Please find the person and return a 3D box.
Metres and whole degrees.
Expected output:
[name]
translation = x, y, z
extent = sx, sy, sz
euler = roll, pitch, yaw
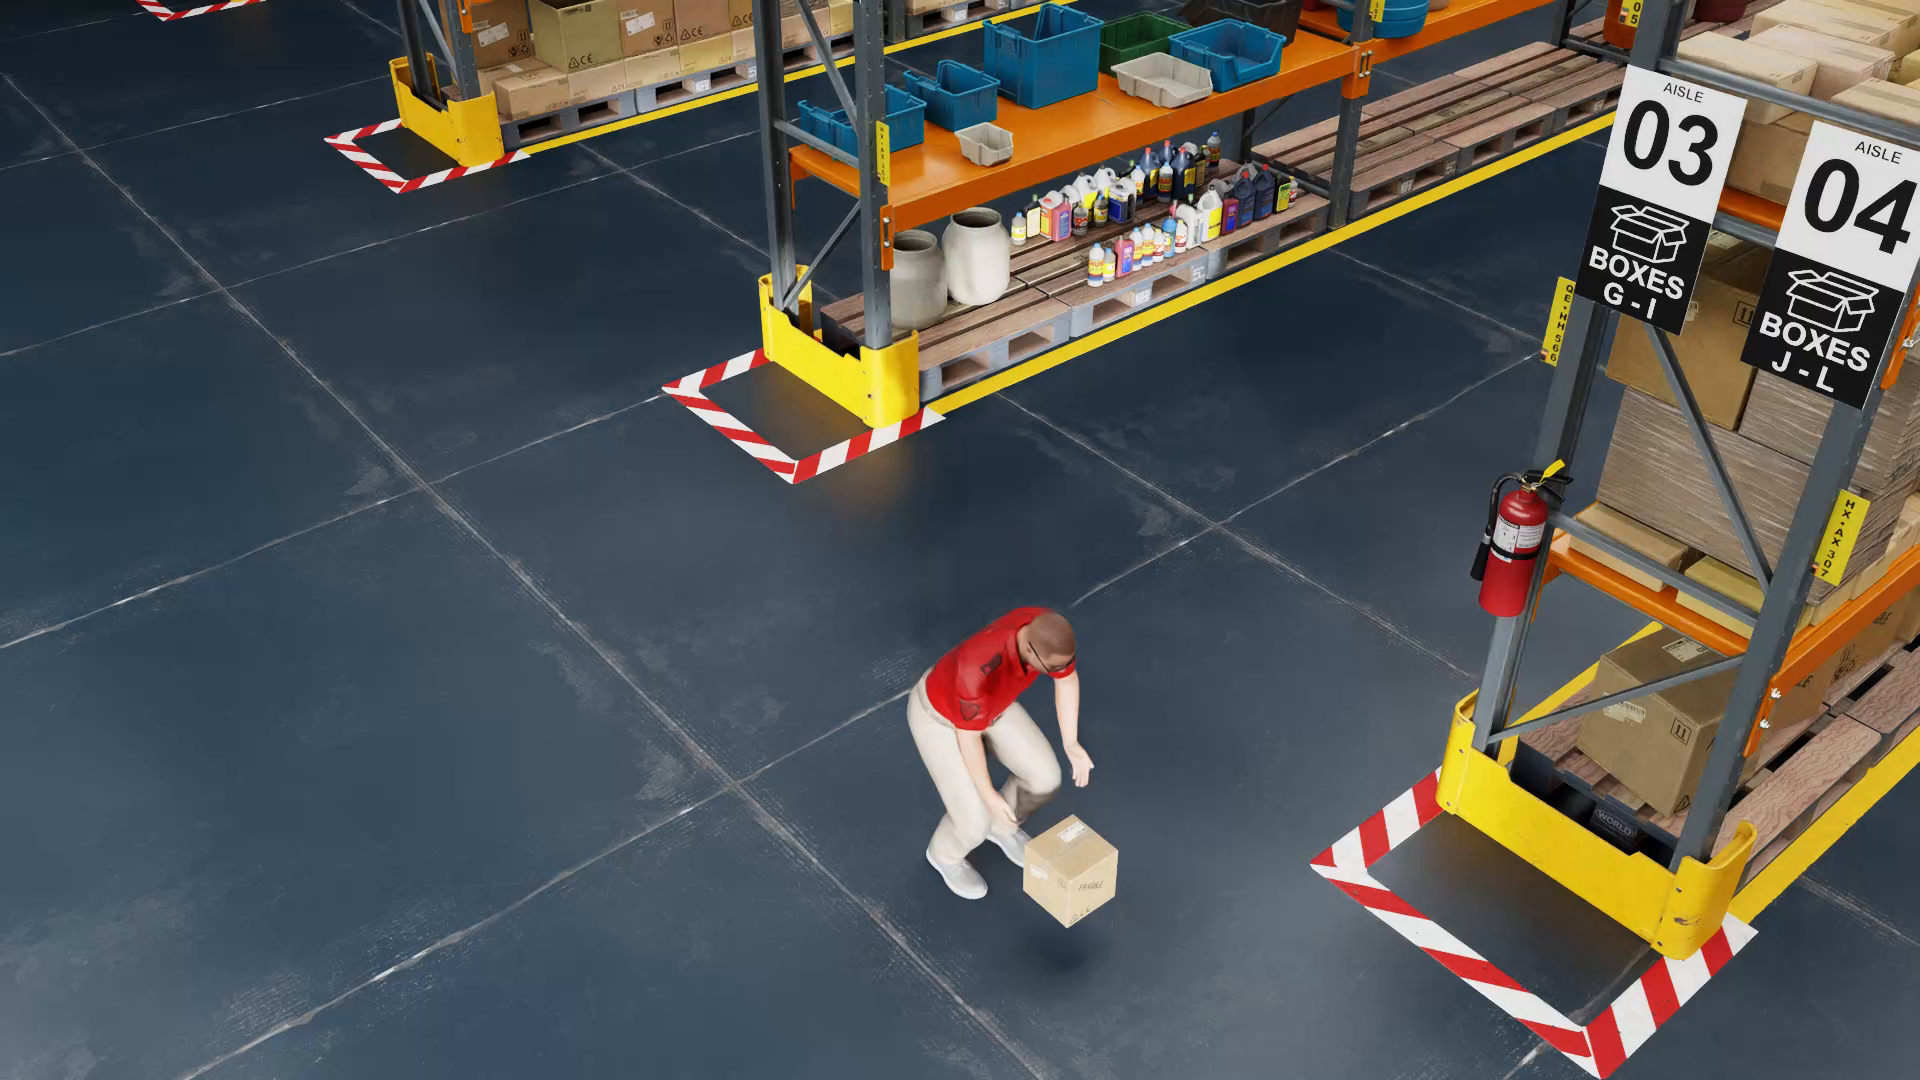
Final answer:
[person]
translation = 0.151, 0.732, 6.355
extent = 0.590, 1.410, 0.706
euler = -26, 43, -31
